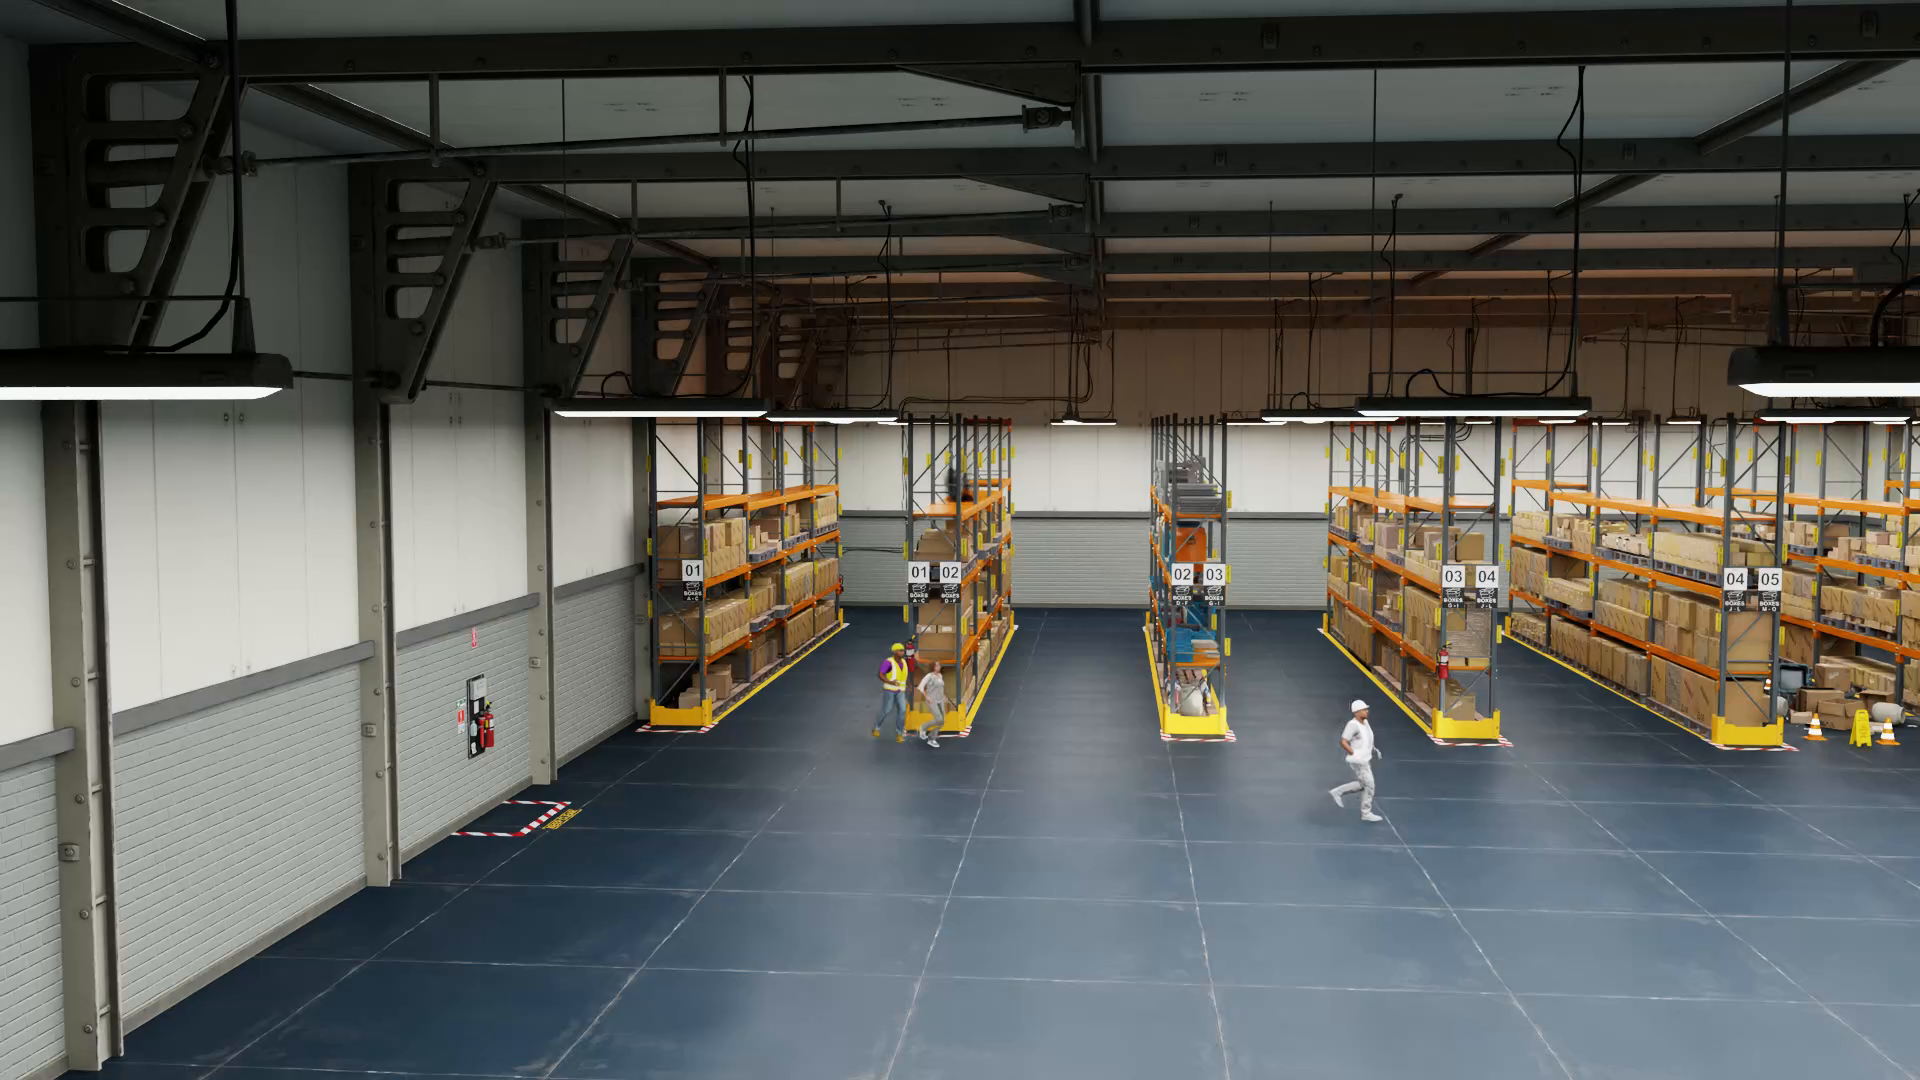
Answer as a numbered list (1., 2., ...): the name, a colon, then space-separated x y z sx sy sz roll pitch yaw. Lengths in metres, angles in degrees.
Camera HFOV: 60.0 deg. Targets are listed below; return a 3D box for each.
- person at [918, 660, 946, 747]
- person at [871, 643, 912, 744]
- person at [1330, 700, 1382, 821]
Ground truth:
1. person: -0.469 2.945 29.976 0.502 1.555 0.544 3 5 35
2. person: -1.173 2.788 30.499 0.765 1.790 0.803 -3 5 -39
3. person: 5.786 3.210 24.298 0.812 1.750 0.720 2 4 30
